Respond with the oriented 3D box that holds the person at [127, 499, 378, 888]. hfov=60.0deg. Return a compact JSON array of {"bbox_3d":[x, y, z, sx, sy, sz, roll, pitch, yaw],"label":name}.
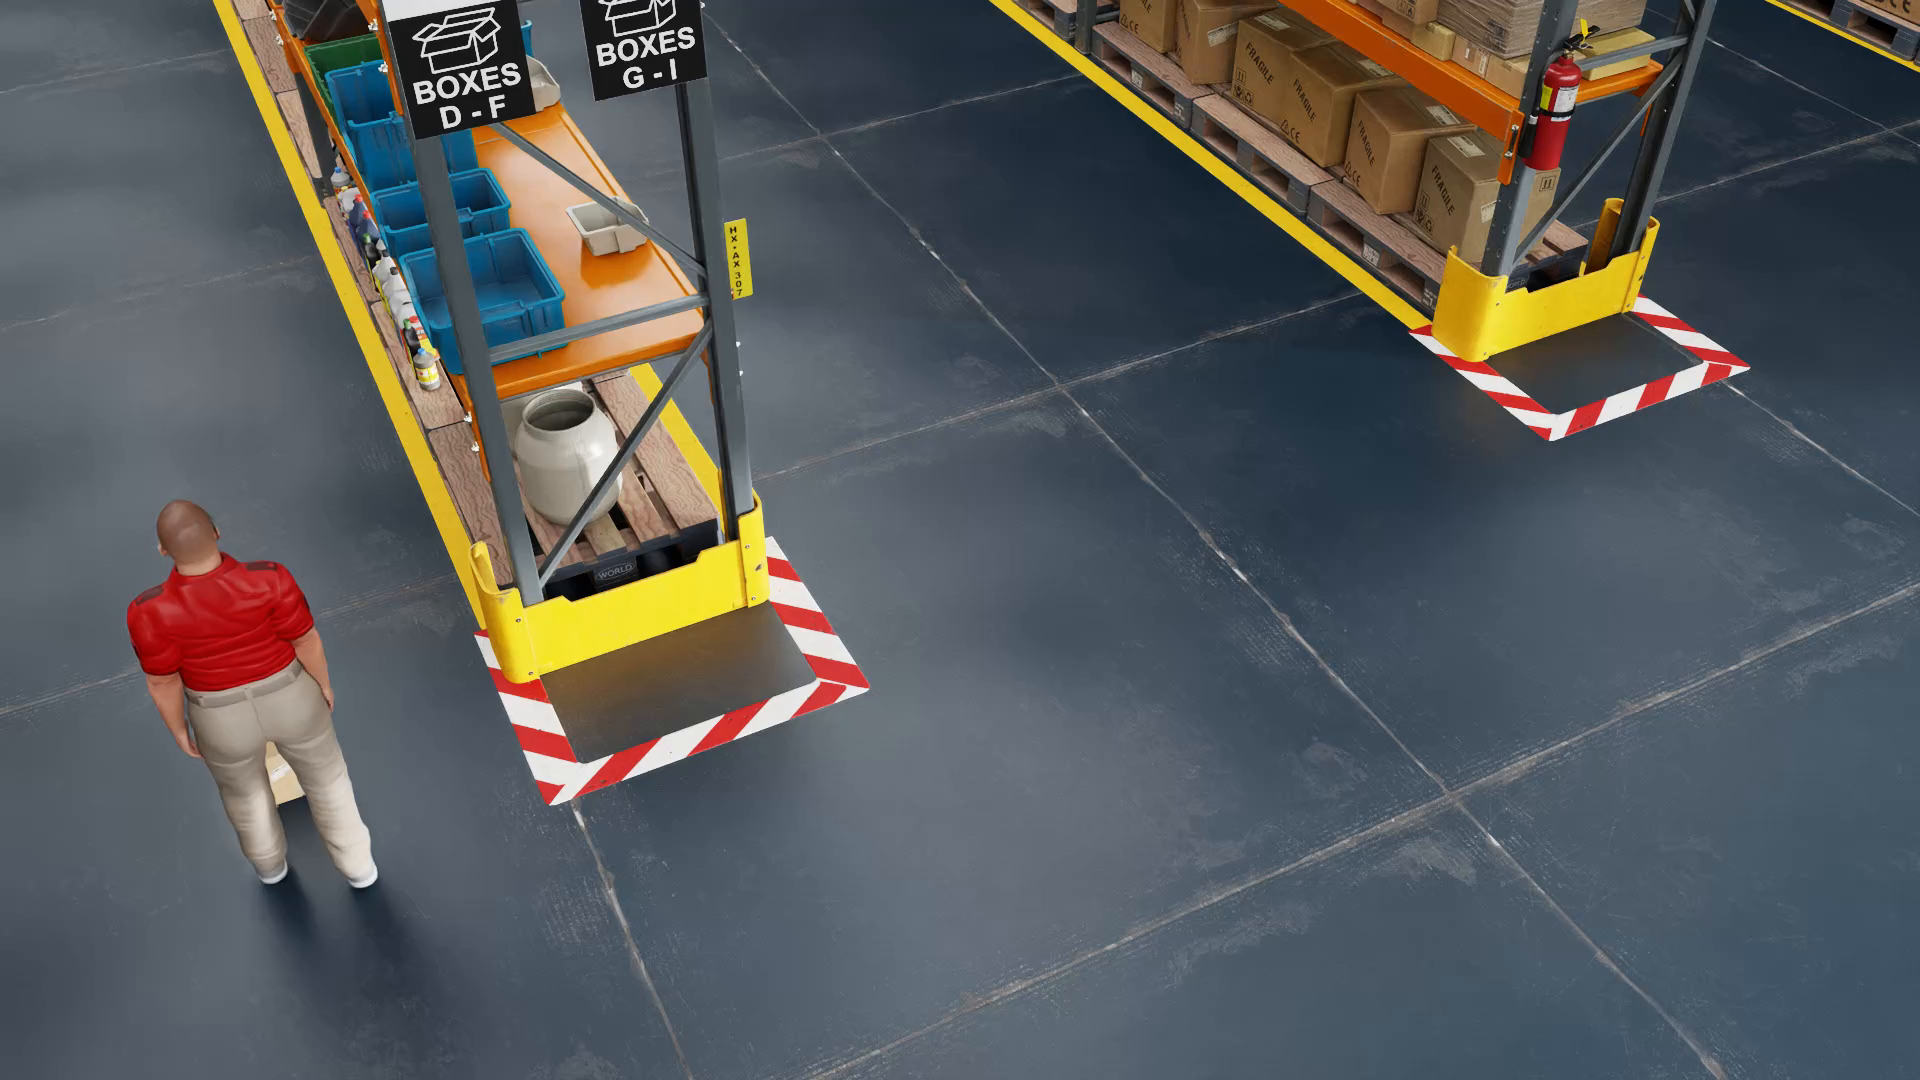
[{"bbox_3d":[-2.381,0.509,5.582,0.533,1.724,0.494,-18,44,-19],"label":"person"}]
